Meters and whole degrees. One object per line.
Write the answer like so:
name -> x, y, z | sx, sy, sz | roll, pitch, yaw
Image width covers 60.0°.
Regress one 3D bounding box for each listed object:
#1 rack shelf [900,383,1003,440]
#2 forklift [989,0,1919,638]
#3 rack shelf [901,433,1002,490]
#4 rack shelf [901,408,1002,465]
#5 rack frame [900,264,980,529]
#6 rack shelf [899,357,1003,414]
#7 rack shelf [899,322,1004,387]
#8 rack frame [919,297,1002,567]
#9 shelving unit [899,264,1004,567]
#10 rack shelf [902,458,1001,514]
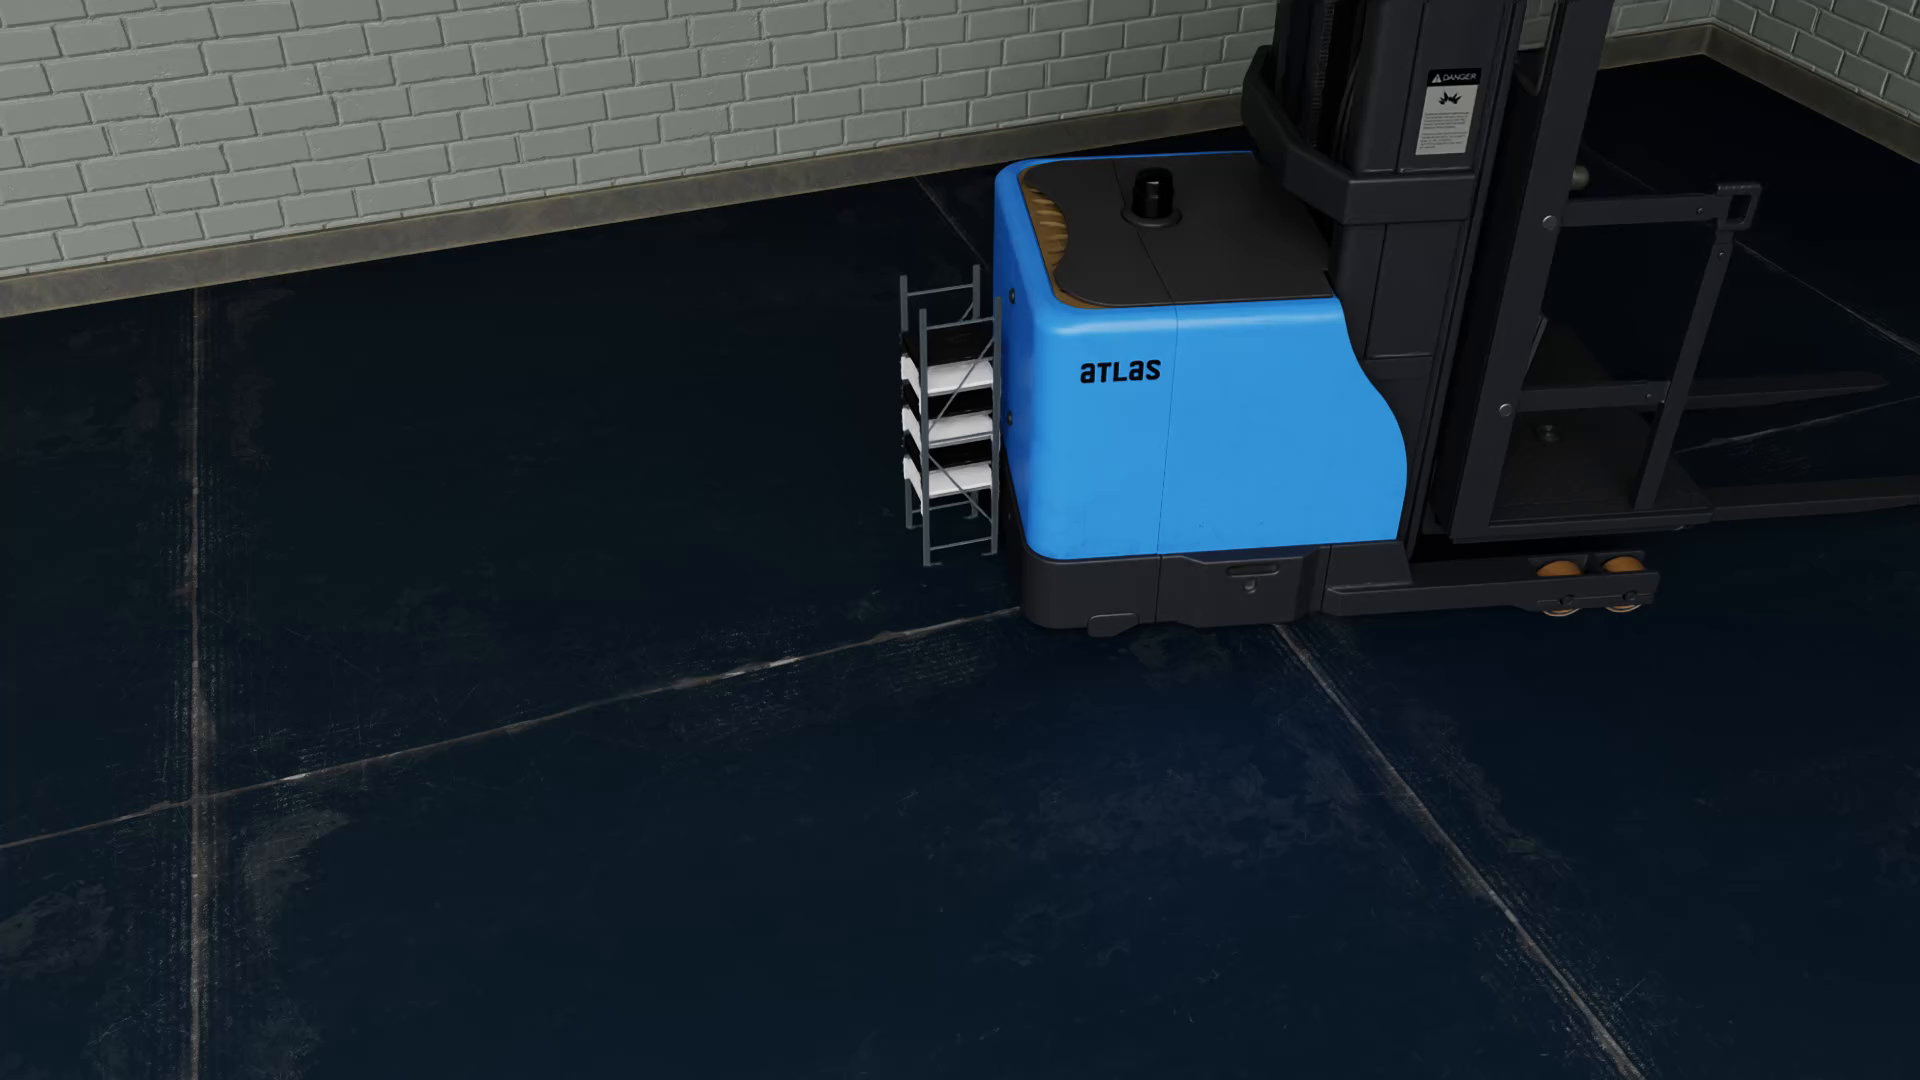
rack shelf -> -0.027, -0.403, 4.943 | 0.258, 0.077, 0.200 | -10, 38, -13
forklift -> 1.641, -1.258, 4.484 | 3.031, 2.935, 1.130 | -4, 37, -5
rack shelf -> -0.027, -0.259, 5.051 | 0.258, 0.077, 0.200 | -10, 38, -13
rack shelf -> -0.027, -0.331, 4.997 | 0.258, 0.077, 0.200 | -10, 38, -13
rack frame -> -0.057, -0.416, 5.055 | 0.240, 0.900, 0.006 | -10, 38, -13
rack shelf -> -0.027, -0.475, 4.889 | 0.258, 0.077, 0.200 | -10, 38, -13
rack shelf -> -0.027, -0.547, 4.835 | 0.258, 0.077, 0.200 | -10, 38, -13
rack frame -> 0.002, -0.299, 4.899 | 0.240, 0.900, 0.006 | -10, 38, -13
shelving unit -> -0.027, -0.358, 4.977 | 0.258, 0.900, 0.210 | -10, 38, -13
rack shelf -> -0.027, -0.187, 5.105 | 0.258, 0.077, 0.200 | -10, 38, -13
